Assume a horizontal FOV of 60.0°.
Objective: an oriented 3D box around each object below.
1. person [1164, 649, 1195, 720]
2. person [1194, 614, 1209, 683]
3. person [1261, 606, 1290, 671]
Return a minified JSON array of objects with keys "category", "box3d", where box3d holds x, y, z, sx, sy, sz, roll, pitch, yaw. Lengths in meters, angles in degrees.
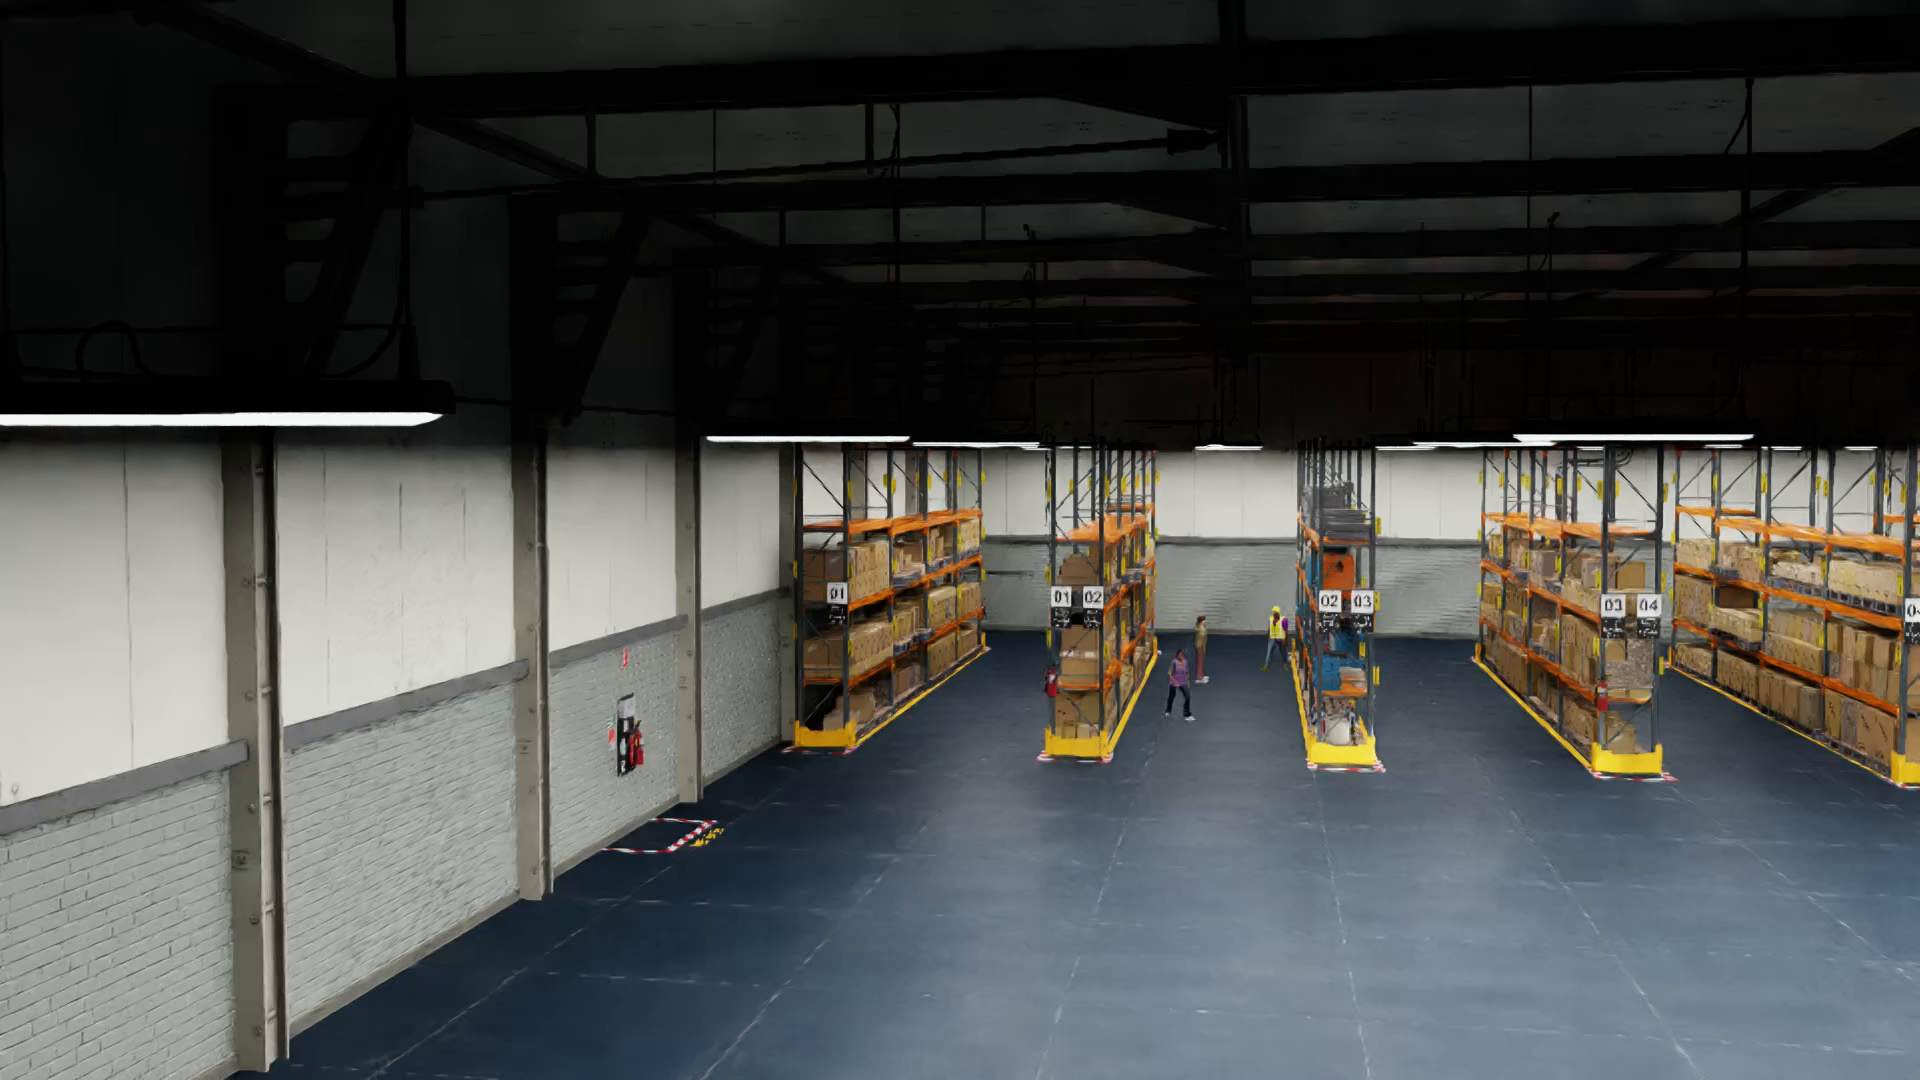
[{"category":"person","box3d":[4.672,3.069,35.542,0.561,1.516,0.788,0,3,-8]},{"category":"person","box3d":[6.026,2.685,41.288,0.452,1.678,0.540,-1,3,-12]},{"category":"person","box3d":[8.278,2.567,43.457,0.622,1.721,0.953,2,4,35]}]
